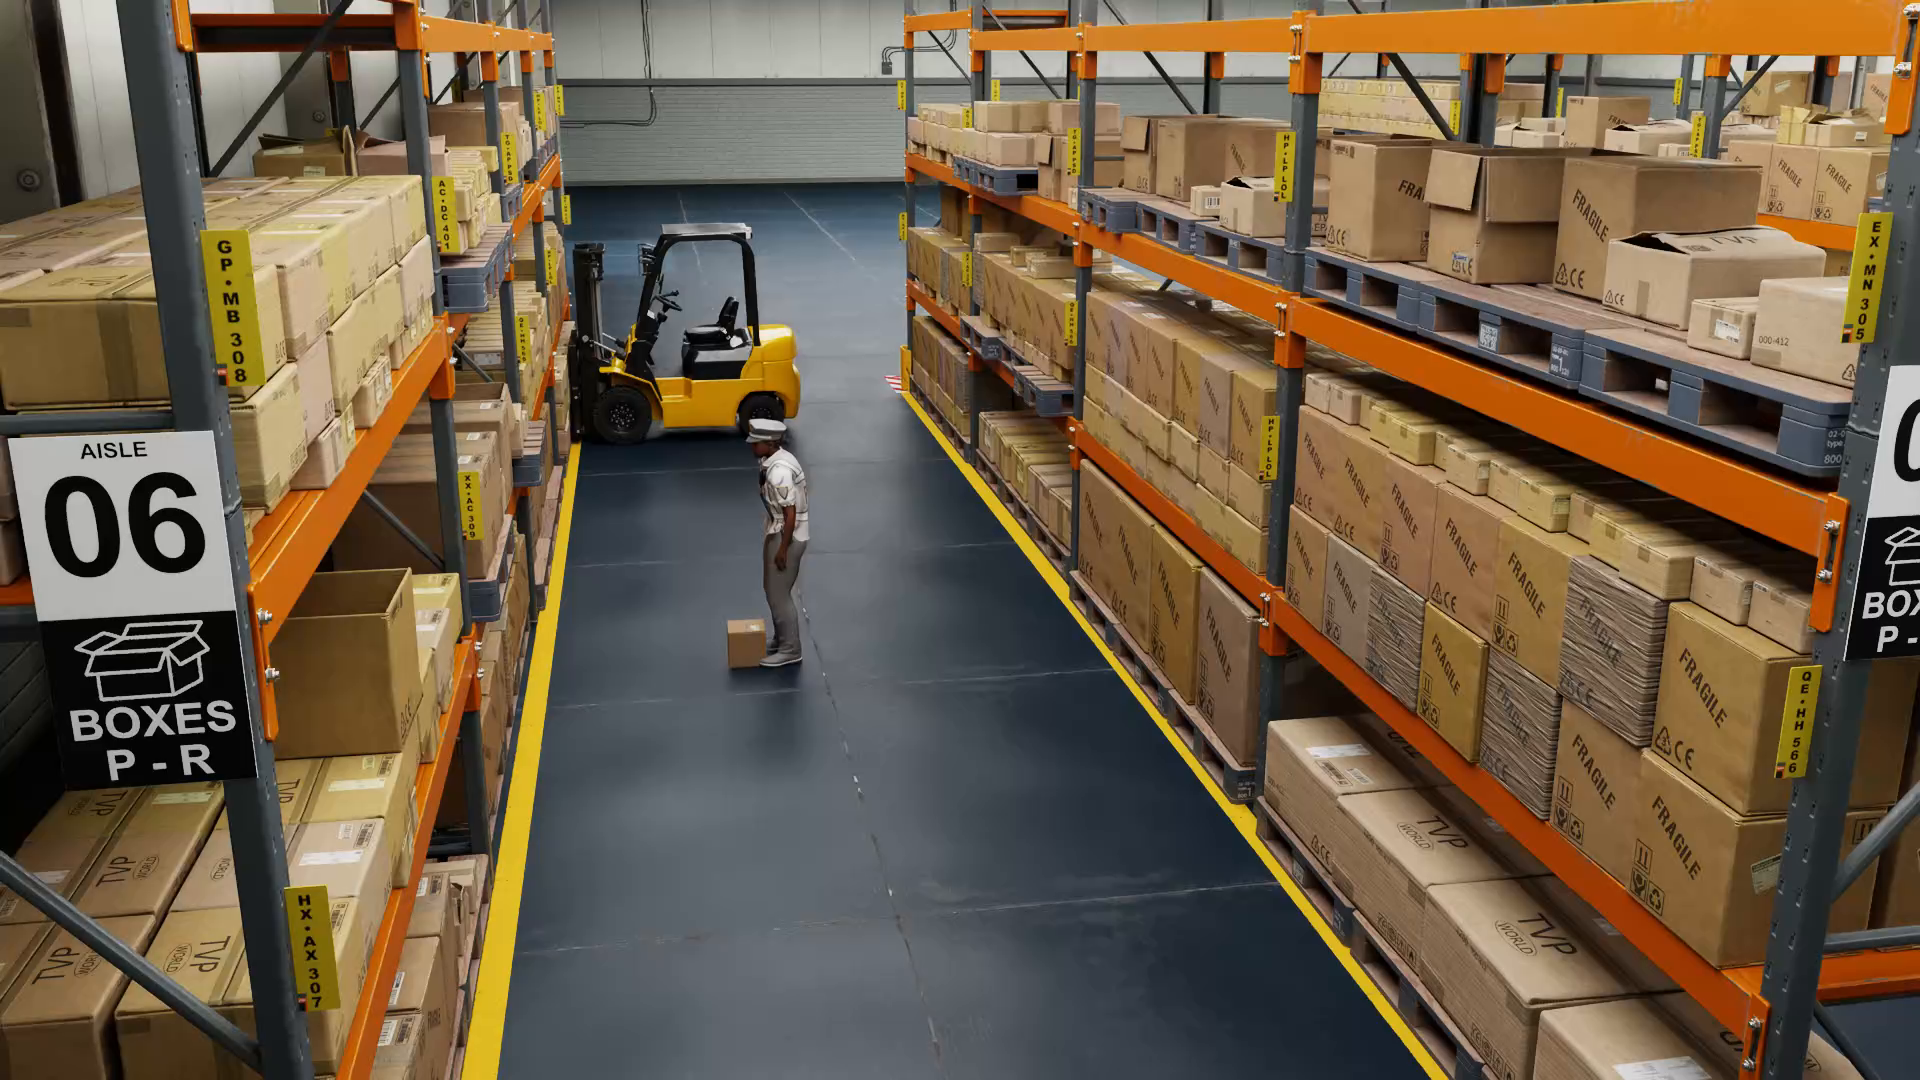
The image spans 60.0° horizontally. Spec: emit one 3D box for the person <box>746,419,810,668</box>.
[{"bbox_3d":[-1.201,0.003,11.028,0.395,1.658,0.525,-4,17,-14],"label":"person"}]
